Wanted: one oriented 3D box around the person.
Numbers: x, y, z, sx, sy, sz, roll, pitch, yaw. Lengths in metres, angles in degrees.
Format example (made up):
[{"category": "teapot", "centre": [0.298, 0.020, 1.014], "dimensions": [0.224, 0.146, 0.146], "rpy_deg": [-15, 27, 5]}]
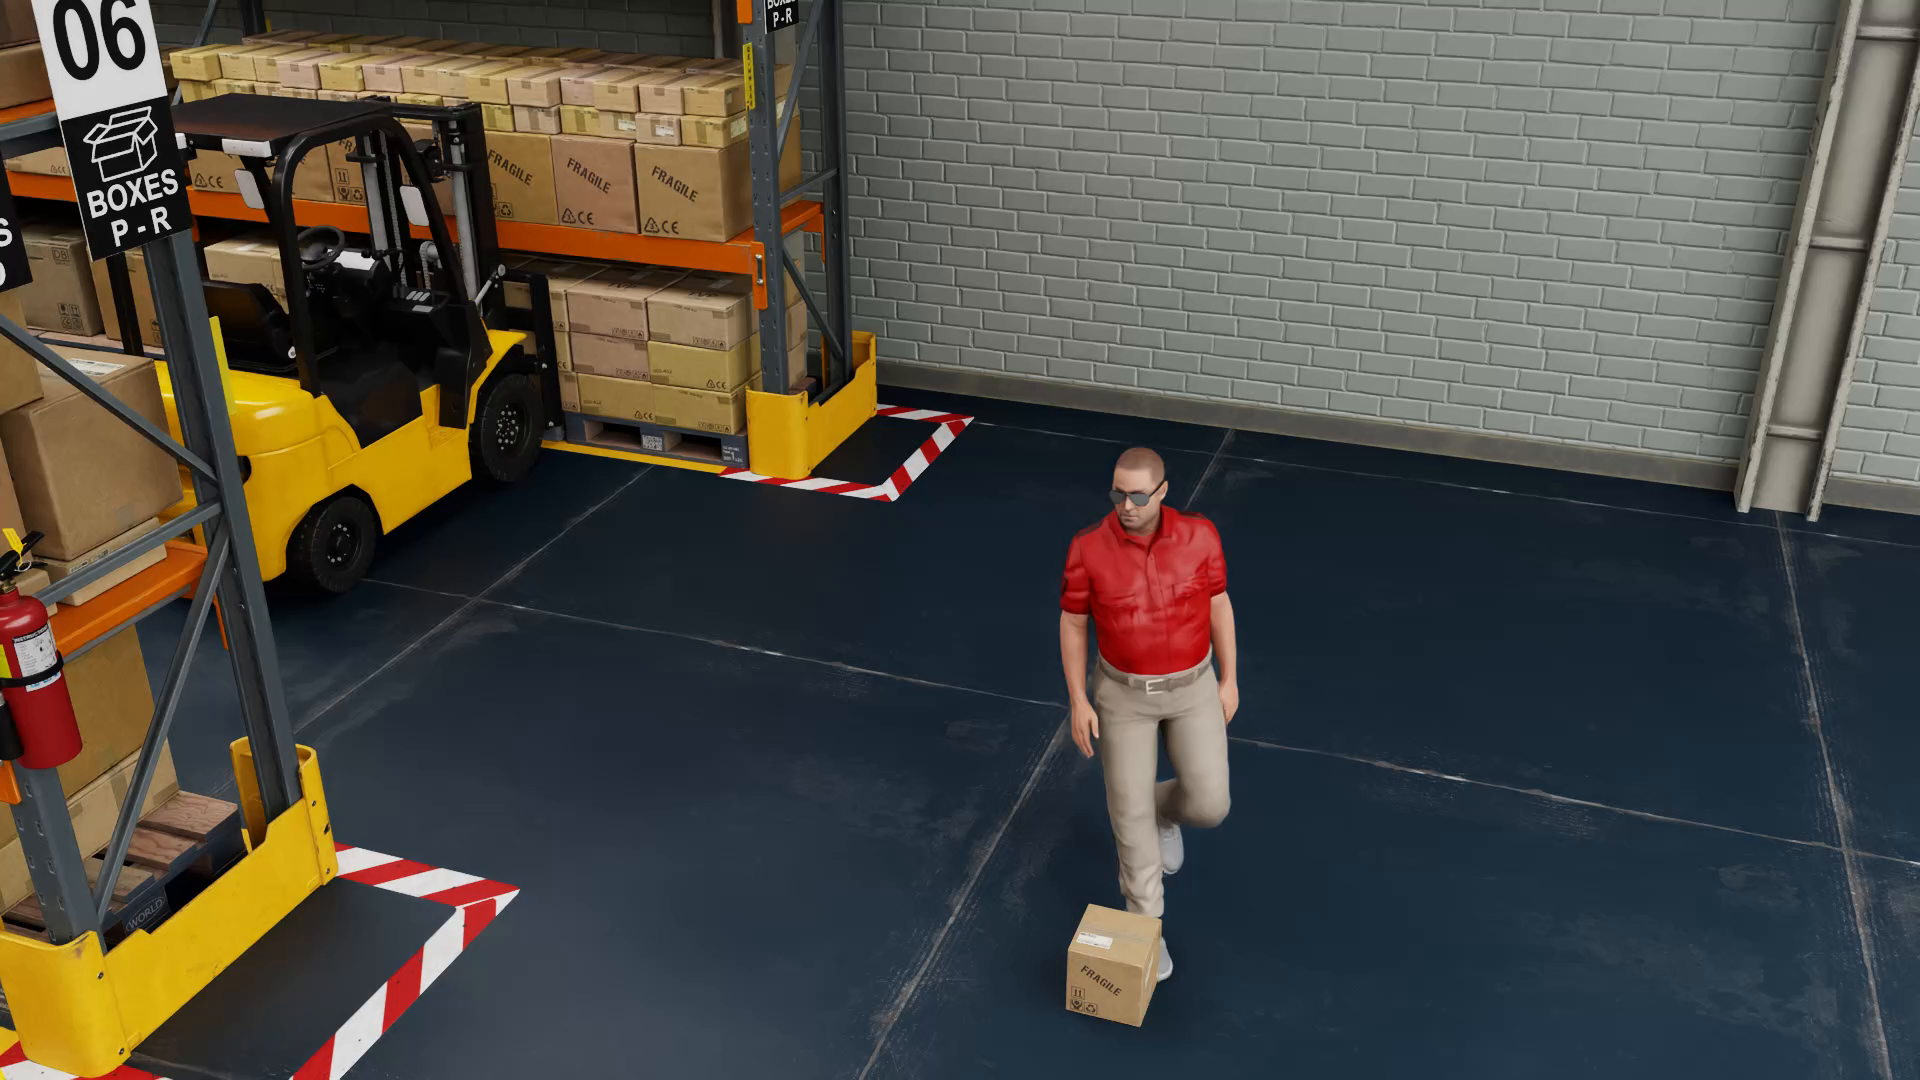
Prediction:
[{"category": "person", "centre": [0.646, 0.552, 5.464], "dimensions": [0.611, 1.711, 0.701], "rpy_deg": [0, 26, -1]}]
